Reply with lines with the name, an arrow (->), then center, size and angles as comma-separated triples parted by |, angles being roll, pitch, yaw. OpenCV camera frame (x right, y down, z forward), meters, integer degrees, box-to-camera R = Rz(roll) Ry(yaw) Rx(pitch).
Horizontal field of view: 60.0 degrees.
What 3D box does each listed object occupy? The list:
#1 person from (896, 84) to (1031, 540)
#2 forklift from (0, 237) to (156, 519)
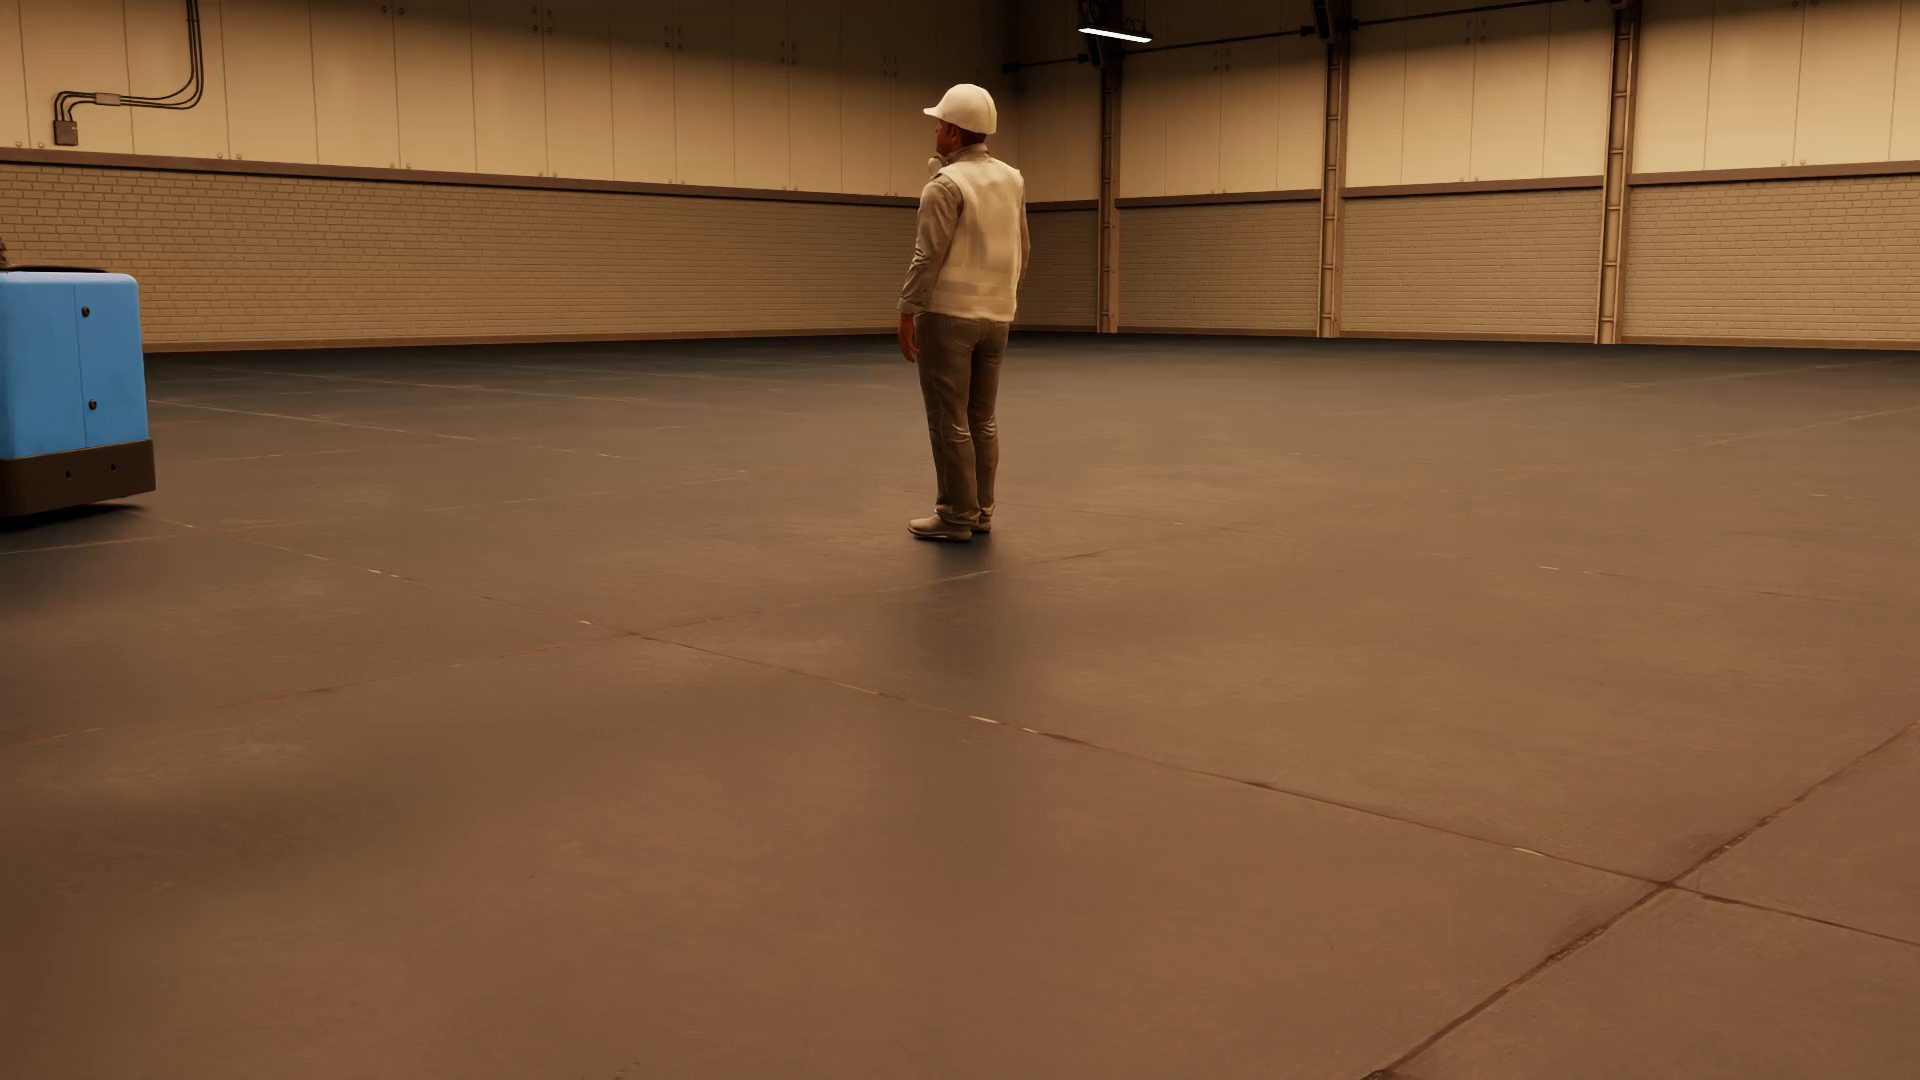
person -> -0.040, -0.892, 6.634 | 0.564, 1.773, 0.632 | 8, 12, 43
forklift -> -5.320, -1.576, 7.339 | 3.031, 2.935, 1.130 | 1, 9, 8
